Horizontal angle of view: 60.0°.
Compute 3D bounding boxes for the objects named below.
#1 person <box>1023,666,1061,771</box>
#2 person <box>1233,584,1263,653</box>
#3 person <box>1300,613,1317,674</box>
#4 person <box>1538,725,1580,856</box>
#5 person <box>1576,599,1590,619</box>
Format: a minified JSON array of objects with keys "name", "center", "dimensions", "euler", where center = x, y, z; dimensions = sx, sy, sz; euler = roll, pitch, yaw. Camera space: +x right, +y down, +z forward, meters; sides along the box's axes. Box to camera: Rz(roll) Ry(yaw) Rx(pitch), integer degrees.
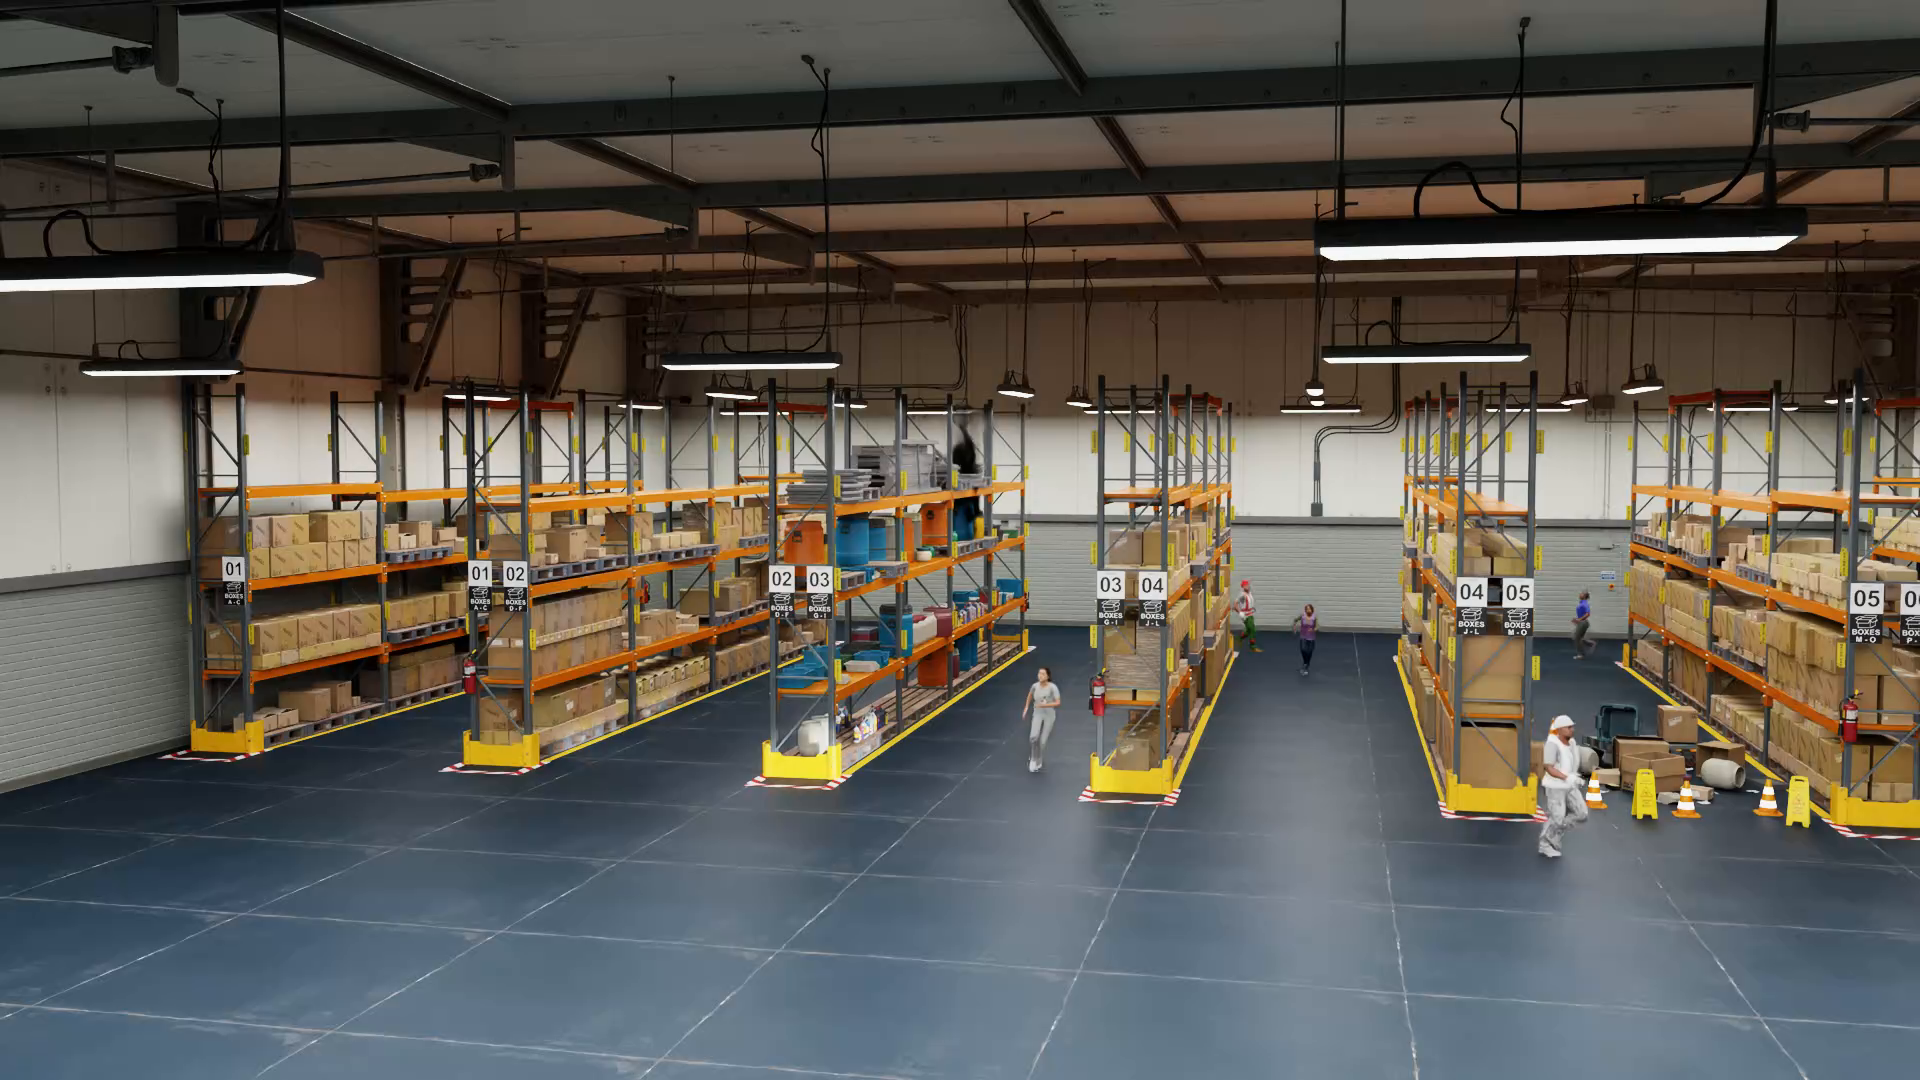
[{"name":"person","center":[1.245,2.729,25.384],"dimensions":[0.624,1.626,0.535],"euler":[1,3,13]},{"name":"person","center":[6.863,1.856,40.092],"dimensions":[0.813,1.706,0.705],"euler":[3,4,39]},{"name":"person","center":[7.561,2.253,36.108],"dimensions":[0.370,1.349,0.597],"euler":[1,3,13]},{"name":"person","center":[7.311,2.994,20.070],"dimensions":[0.670,1.696,0.666],"euler":[-2,4,-36]},{"name":"person","center":[14.581,1.623,38.878],"dimensions":[0.305,0.491,0.548],"euler":[1,3,16]}]
